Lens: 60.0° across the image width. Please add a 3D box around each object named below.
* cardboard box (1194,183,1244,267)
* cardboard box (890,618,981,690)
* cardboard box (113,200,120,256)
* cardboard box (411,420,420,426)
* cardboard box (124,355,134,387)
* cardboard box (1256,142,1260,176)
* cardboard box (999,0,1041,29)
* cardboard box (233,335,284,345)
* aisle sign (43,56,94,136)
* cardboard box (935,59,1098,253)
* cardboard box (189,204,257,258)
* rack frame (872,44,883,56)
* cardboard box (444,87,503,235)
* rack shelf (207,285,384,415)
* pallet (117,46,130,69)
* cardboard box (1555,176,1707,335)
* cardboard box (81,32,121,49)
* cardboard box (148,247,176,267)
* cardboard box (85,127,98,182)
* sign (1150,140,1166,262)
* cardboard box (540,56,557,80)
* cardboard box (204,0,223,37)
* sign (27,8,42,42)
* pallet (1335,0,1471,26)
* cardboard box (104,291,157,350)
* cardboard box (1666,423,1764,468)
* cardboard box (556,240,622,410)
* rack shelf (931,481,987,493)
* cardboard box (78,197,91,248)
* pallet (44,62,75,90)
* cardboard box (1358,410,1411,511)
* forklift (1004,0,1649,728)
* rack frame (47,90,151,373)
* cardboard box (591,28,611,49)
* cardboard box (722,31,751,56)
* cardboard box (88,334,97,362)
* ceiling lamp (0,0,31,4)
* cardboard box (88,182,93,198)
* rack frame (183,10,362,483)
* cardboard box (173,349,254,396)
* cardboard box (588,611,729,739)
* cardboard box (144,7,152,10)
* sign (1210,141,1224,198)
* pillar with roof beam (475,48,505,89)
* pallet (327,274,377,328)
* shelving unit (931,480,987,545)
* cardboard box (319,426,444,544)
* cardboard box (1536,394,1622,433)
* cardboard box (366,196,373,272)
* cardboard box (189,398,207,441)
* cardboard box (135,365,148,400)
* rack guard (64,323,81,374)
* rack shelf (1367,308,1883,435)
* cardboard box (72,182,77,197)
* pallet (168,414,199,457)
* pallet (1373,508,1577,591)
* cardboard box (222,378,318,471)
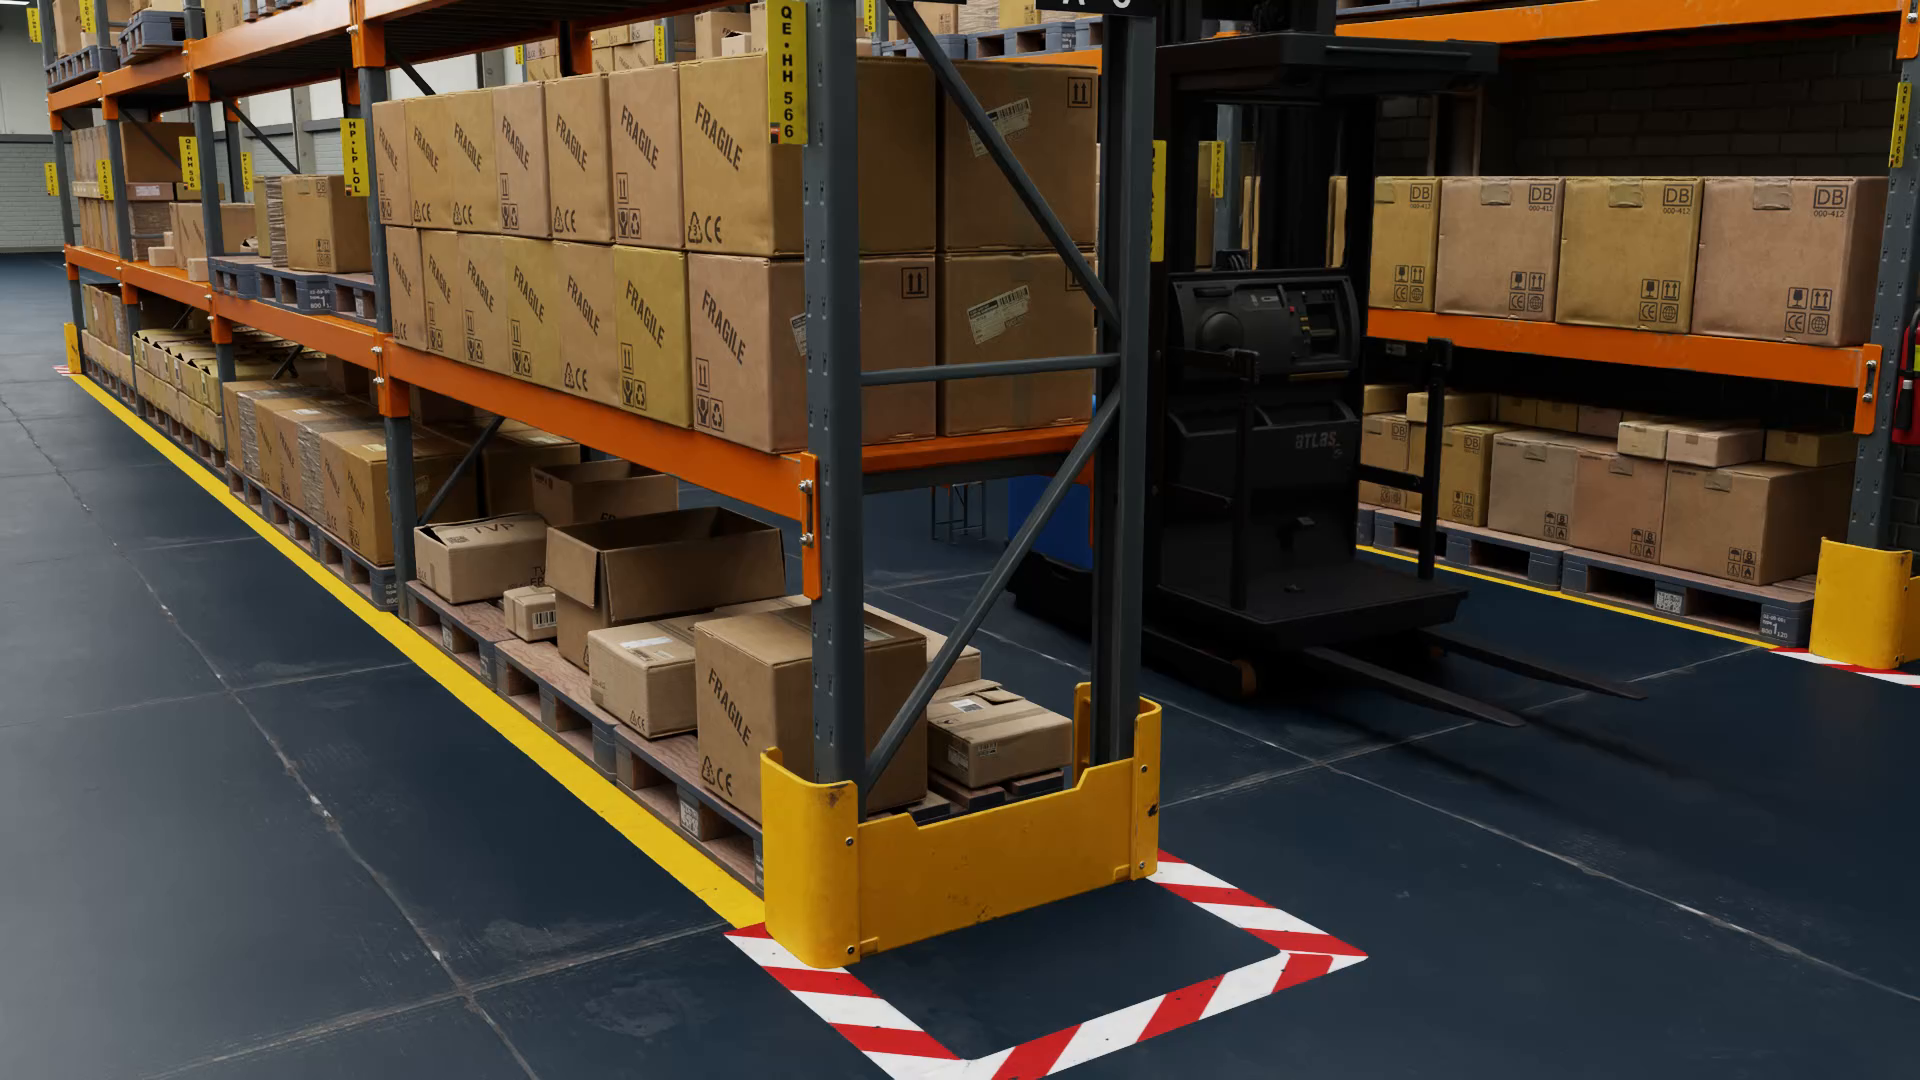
[{"bbox_3d":[1.508,-1.992,10.473,0.500,0.500,0.500,-8,15,-34],"label":"cardboard box"},{"bbox_3d":[-0.274,0.471,5.591,0.500,0.250,0.500,-8,15,-33],"label":"cardboard box"},{"bbox_3d":[-7.129,-2.792,14.873,0.700,0.500,0.500,-8,15,-33],"label":"cardboard box"},{"bbox_3d":[-2.788,-0.441,9.178,0.500,0.500,0.500,-8,15,-32],"label":"cardboard box"},{"bbox_3d":[-7.019,-1.490,14.609,0.500,0.250,0.500,-8,15,-33],"label":"cardboard box"},{"bbox_3d":[1.936,-2.419,10.669,0.500,0.250,0.500,-8,14,-31],"label":"cardboard box"},{"bbox_3d":[0.707,-3.909,11.931,0.700,0.500,0.500,-7,14,-30],"label":"cardboard box"},{"bbox_3d":[-5.549,-1.489,13.289,0.500,0.311,0.500,-8,15,-33],"label":"cardboard box"},{"bbox_3d":[-9.088,-4.529,16.964,0.394,0.787,0.004,-8,15,-33],"label":"aisle sign"},{"bbox_3d":[0.042,-1.085,4.728,0.500,0.500,0.500,-8,14,-31],"label":"cardboard box"},{"bbox_3d":[-5.307,-2.206,12.193,0.500,0.500,0.500,-9,15,-36],"label":"cardboard box"},{"bbox_3d":[-0.242,-2.447,13.532,1.000,3.000,0.127,-8,15,-33],"label":"rack frame"},{"bbox_3d":[-1.550,-1.386,6.104,0.500,0.500,0.500,-9,15,-34],"label":"cardboard box"},{"bbox_3d":[-3.256,-1.153,9.298,1.077,0.370,4.000,-8,15,-33],"label":"rack shelf"},{"bbox_3d":[-6.081,-3.788,13.091,0.805,0.209,1.217,-9,15,-35],"label":"pallet"},{"bbox_3d":[3.487,-1.389,7.989,0.980,0.700,0.700,-8,15,-33],"label":"cardboard box"},{"bbox_3d":[-7.476,-4.370,14.580,0.380,0.149,0.250,-8,15,-33],"label":"cardboard box"},{"bbox_3d":[-6.259,-2.267,13.296,0.380,0.149,0.250,-8,15,-33],"label":"cardboard box"},{"bbox_3d":[-7.943,-3.689,15.941,0.700,0.500,0.500,-8,15,-33],"label":"cardboard box"},{"bbox_3d":[0.520,-0.925,4.543,0.100,0.325,0.005,-8,15,-33],"label":"sign"},{"bbox_3d":[-4.430,-5.205,18.842,0.500,0.500,0.500,-7,14,-29],"label":"cardboard box"},{"bbox_3d":[-4.094,-3.301,10.180,0.910,0.500,0.500,-8,15,-33],"label":"cardboard box"},{"bbox_3d":[-9.262,-5.150,16.636,0.100,0.325,0.005,-8,15,-33],"label":"sign"},{"bbox_3d":[2.419,-3.011,9.297,1.003,0.211,1.213,-8,15,-33],"label":"pallet"},{"bbox_3d":[-7.567,-2.035,15.346,0.500,0.500,0.500,-8,15,-33],"label":"cardboard box"},{"bbox_3d":[3.496,-0.439,7.700,0.380,0.149,0.250,-8,15,-33],"label":"cardboard box"},{"bbox_3d":[-0.969,-0.715,5.377,0.500,0.500,0.500,-8,15,-32],"label":"cardboard box"},{"bbox_3d":[-0.008,-0.311,9.306,0.258,0.103,0.180,-8,15,-33],"label":"rack shelf"},{"bbox_3d":[-8.548,-3.248,16.957,0.700,0.500,0.500,-8,15,-33],"label":"cardboard box"},{"bbox_3d":[-8.426,-4.577,16.454,1.003,0.211,1.213,-8,15,-33],"label":"pallet"},{"bbox_3d":[2.579,-0.485,9.427,0.700,0.500,0.500,-8,15,-33],"label":"cardboard box"},{"bbox_3d":[1.377,-0.913,6.676,1.130,2.935,3.031,-7,14,-29],"label":"forklift"},{"bbox_3d":[-8.796,-3.283,17.354,1.000,3.000,0.127,-8,15,-33],"label":"rack frame"},{"bbox_3d":[-3.572,-5.416,17.465,0.500,0.500,0.500,-9,15,-35],"label":"cardboard box"},{"bbox_3d":[-1.881,-4.570,15.441,0.500,0.311,0.500,-8,14,-31],"label":"cardboard box"},{"bbox_3d":[-8.404,-1.935,16.642,0.500,0.250,0.500,-8,15,-33],"label":"cardboard box"},{"bbox_3d":[-22.177,-13.691,37.243,2.000,3.185,0.800,-8,15,-33],"label":"ceiling lamp"},{"bbox_3d":[-8.043,-3.325,15.792,0.380,0.149,0.250,-8,15,-33],"label":"cardboard box"},{"bbox_3d":[-4.364,-1.860,10.848,1.000,3.000,0.127,-8,15,-33],"label":"rack frame"},{"bbox_3d":[-5.430,-1.242,12.161,0.500,0.311,0.500,-8,15,-33],"label":"cardboard box"},{"bbox_3d":[-0.939,0.451,5.686,0.500,0.250,0.500,-8,15,-33],"label":"cardboard box"},{"bbox_3d":[-5.940,-3.961,12.800,0.500,0.250,0.500,-10,16,-38],"label":"cardboard box"},{"bbox_3d":[1.528,-2.197,9.862,0.100,0.325,0.005,-8,15,-33],"label":"sign"},{"bbox_3d":[-10.475,-7.336,21.846,9.100,9.000,0.400,-8,15,-33],"label":"pillar with roof beam"},{"bbox_3d":[-2.500,-1.210,8.324,1.003,0.211,1.213,-8,15,-33],"label":"pallet"},{"bbox_3d":[-0.008,-0.589,9.245,0.258,1.200,0.189,-8,15,-33],"label":"shelving unit"},{"bbox_3d":[-2.927,-0.286,8.468,0.500,0.500,0.500,-8,15,-33],"label":"cardboard box"},{"bbox_3d":[3.251,-0.665,8.731,0.380,0.149,0.250,-8,15,-32],"label":"cardboard box"},{"bbox_3d":[-2.658,-1.629,8.570,0.700,0.500,0.500,-6,14,-24],"label":"cardboard box"},{"bbox_3d":[-5.147,-0.878,11.810,0.500,0.250,0.500,-8,15,-33],"label":"cardboard box"},{"bbox_3d":[-6.563,-1.333,13.888,0.500,0.250,0.500,-9,15,-34],"label":"cardboard box"},{"bbox_3d":[-8.810,-2.066,17.640,1.175,0.500,0.348,-8,15,-33],"label":"rack guard"},{"bbox_3d":[3.082,-1.029,8.729,1.077,0.370,4.000,-8,15,-33],"label":"rack shelf"},{"bbox_3d":[-8.758,-3.554,16.838,0.380,0.149,0.250,-8,15,-33],"label":"cardboard box"},{"bbox_3d":[-5.460,-0.866,12.828,1.003,0.211,1.213,-8,15,-33],"label":"pallet"},{"bbox_3d":[3.010,-0.012,8.923,1.003,0.211,1.213,-8,15,-33],"label":"pallet"},{"bbox_3d":[-4.350,-0.739,10.543,0.500,0.500,0.500,-7,14,-30],"label":"cardboard box"}]
